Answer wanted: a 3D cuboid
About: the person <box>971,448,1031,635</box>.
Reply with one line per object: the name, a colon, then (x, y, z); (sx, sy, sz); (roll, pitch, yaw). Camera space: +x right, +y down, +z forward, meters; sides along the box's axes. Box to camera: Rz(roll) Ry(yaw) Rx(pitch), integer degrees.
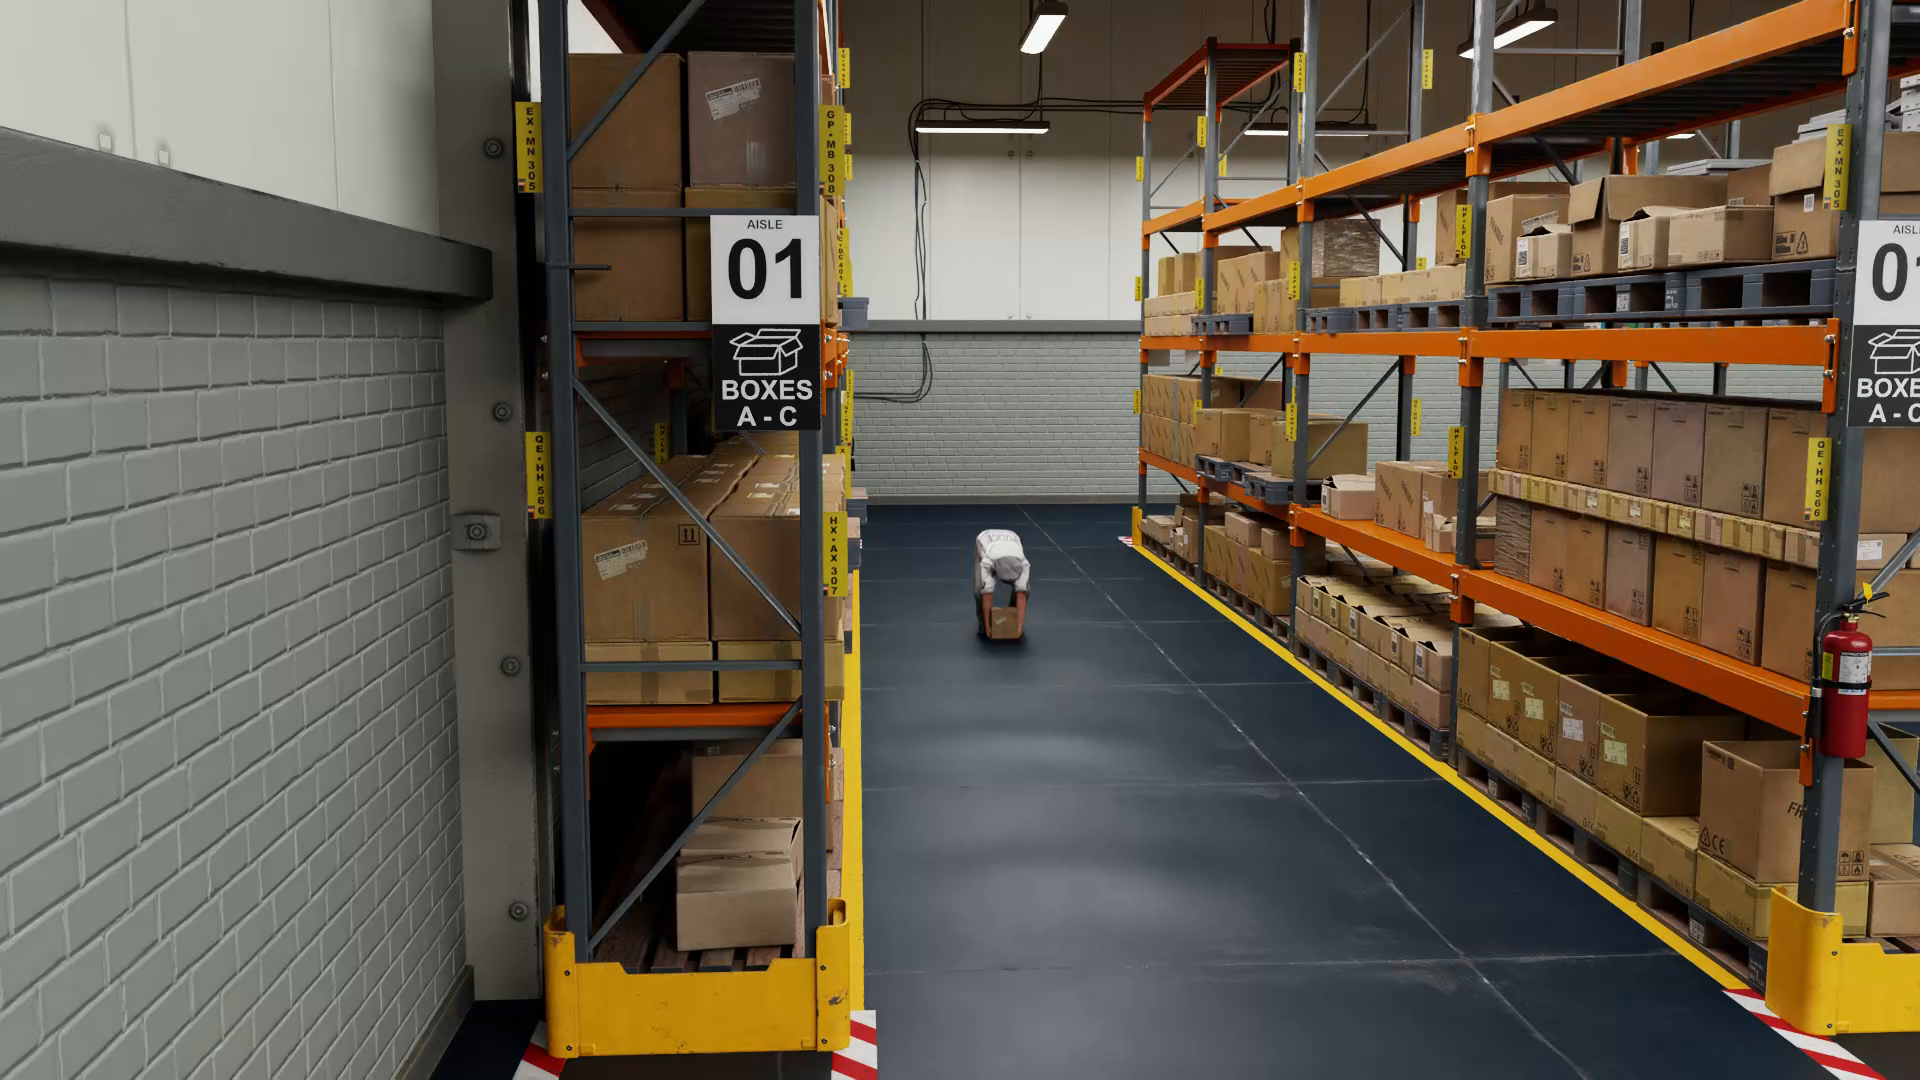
person: (0.384, 0.003, 15.673); (0.570, 1.749, 0.440); (-1, 7, -6)
